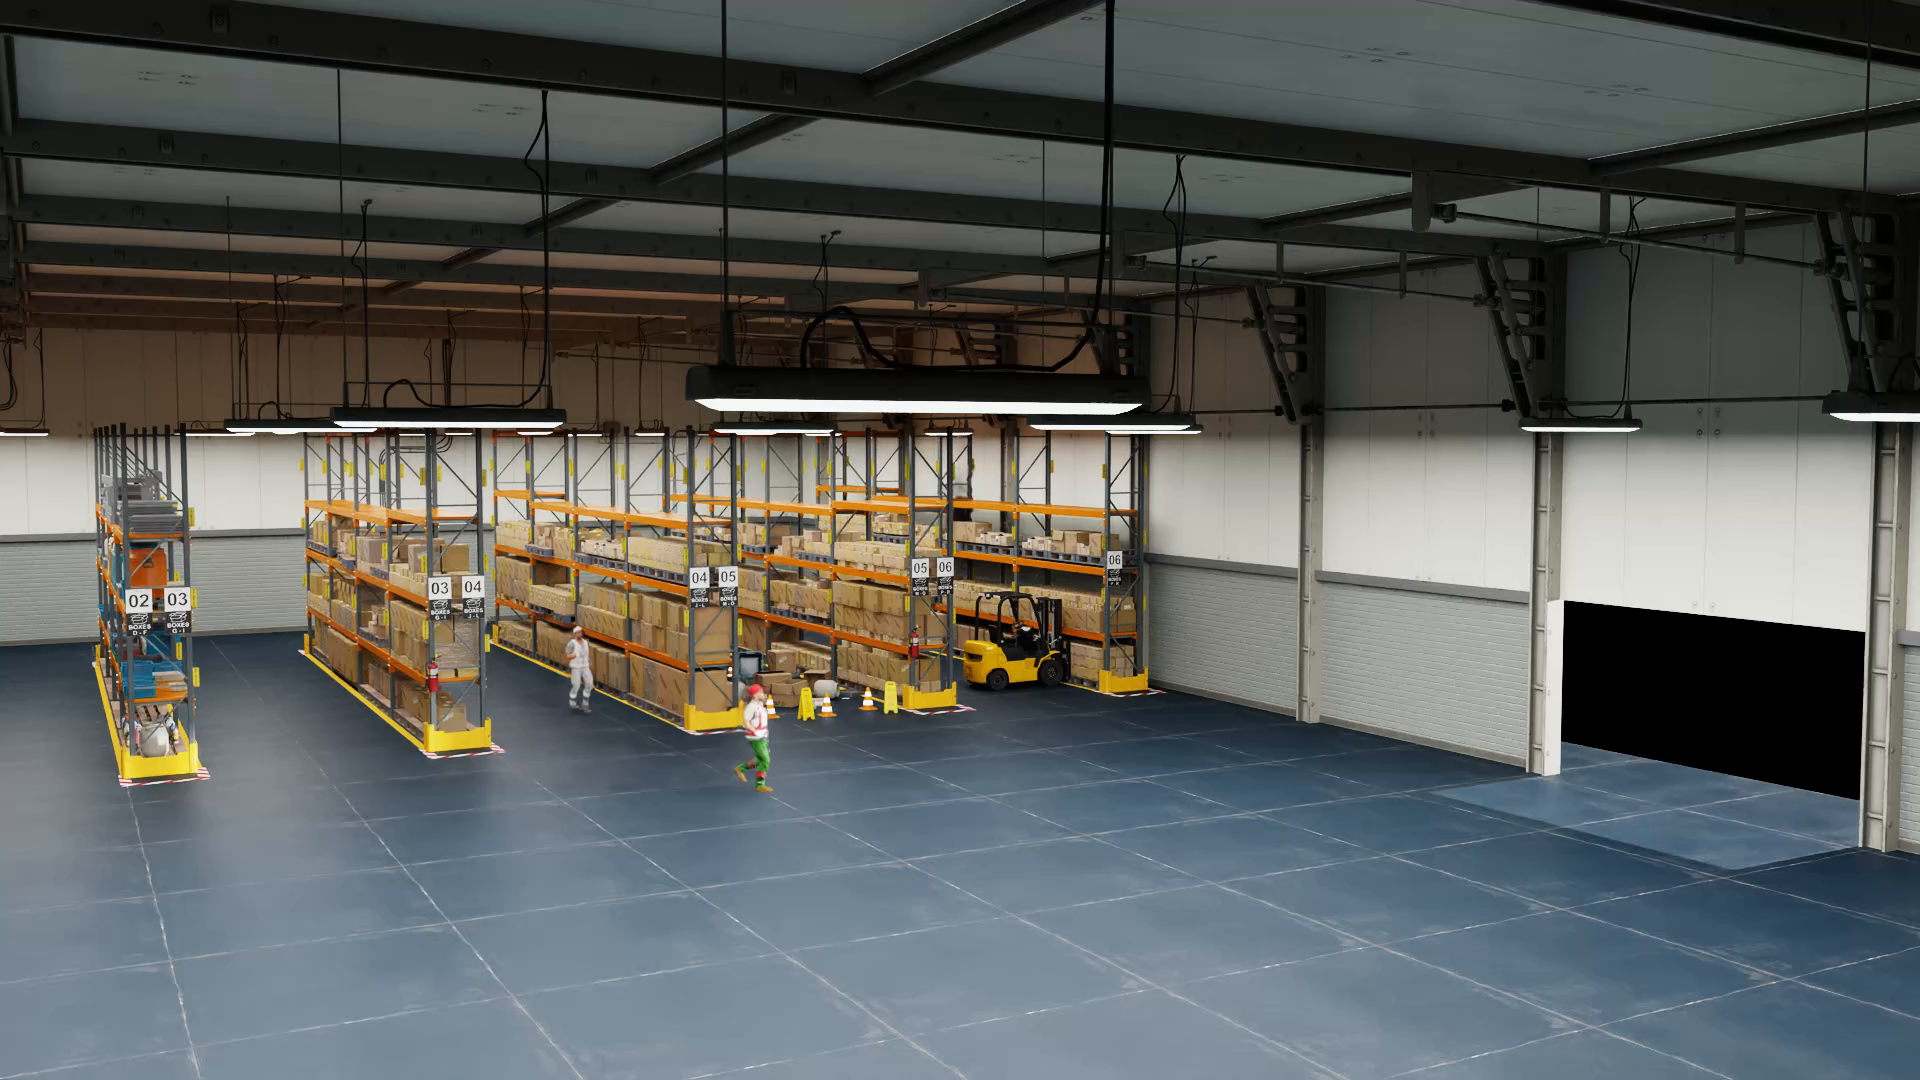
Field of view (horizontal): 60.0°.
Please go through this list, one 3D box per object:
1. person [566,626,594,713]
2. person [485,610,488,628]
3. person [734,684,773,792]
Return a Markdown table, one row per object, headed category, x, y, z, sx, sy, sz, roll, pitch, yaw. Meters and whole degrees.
| category | x | y | z | sx | sy | sz | roll | pitch | yaw |
| --- | --- | --- | --- | --- | --- | --- | --- | --- | --- |
| person | -7.951 | 2.721 | 34.835 | 0.631 | 1.837 | 0.716 | -3 | 5 | -41 |
| person | -12.512 | 2.295 | 43.129 | 0.600 | 1.638 | 0.576 | -3 | 4 | -37 |
| person | -3.378 | 3.215 | 27.067 | 0.672 | 1.750 | 0.675 | 1 | 4 | 10 |
